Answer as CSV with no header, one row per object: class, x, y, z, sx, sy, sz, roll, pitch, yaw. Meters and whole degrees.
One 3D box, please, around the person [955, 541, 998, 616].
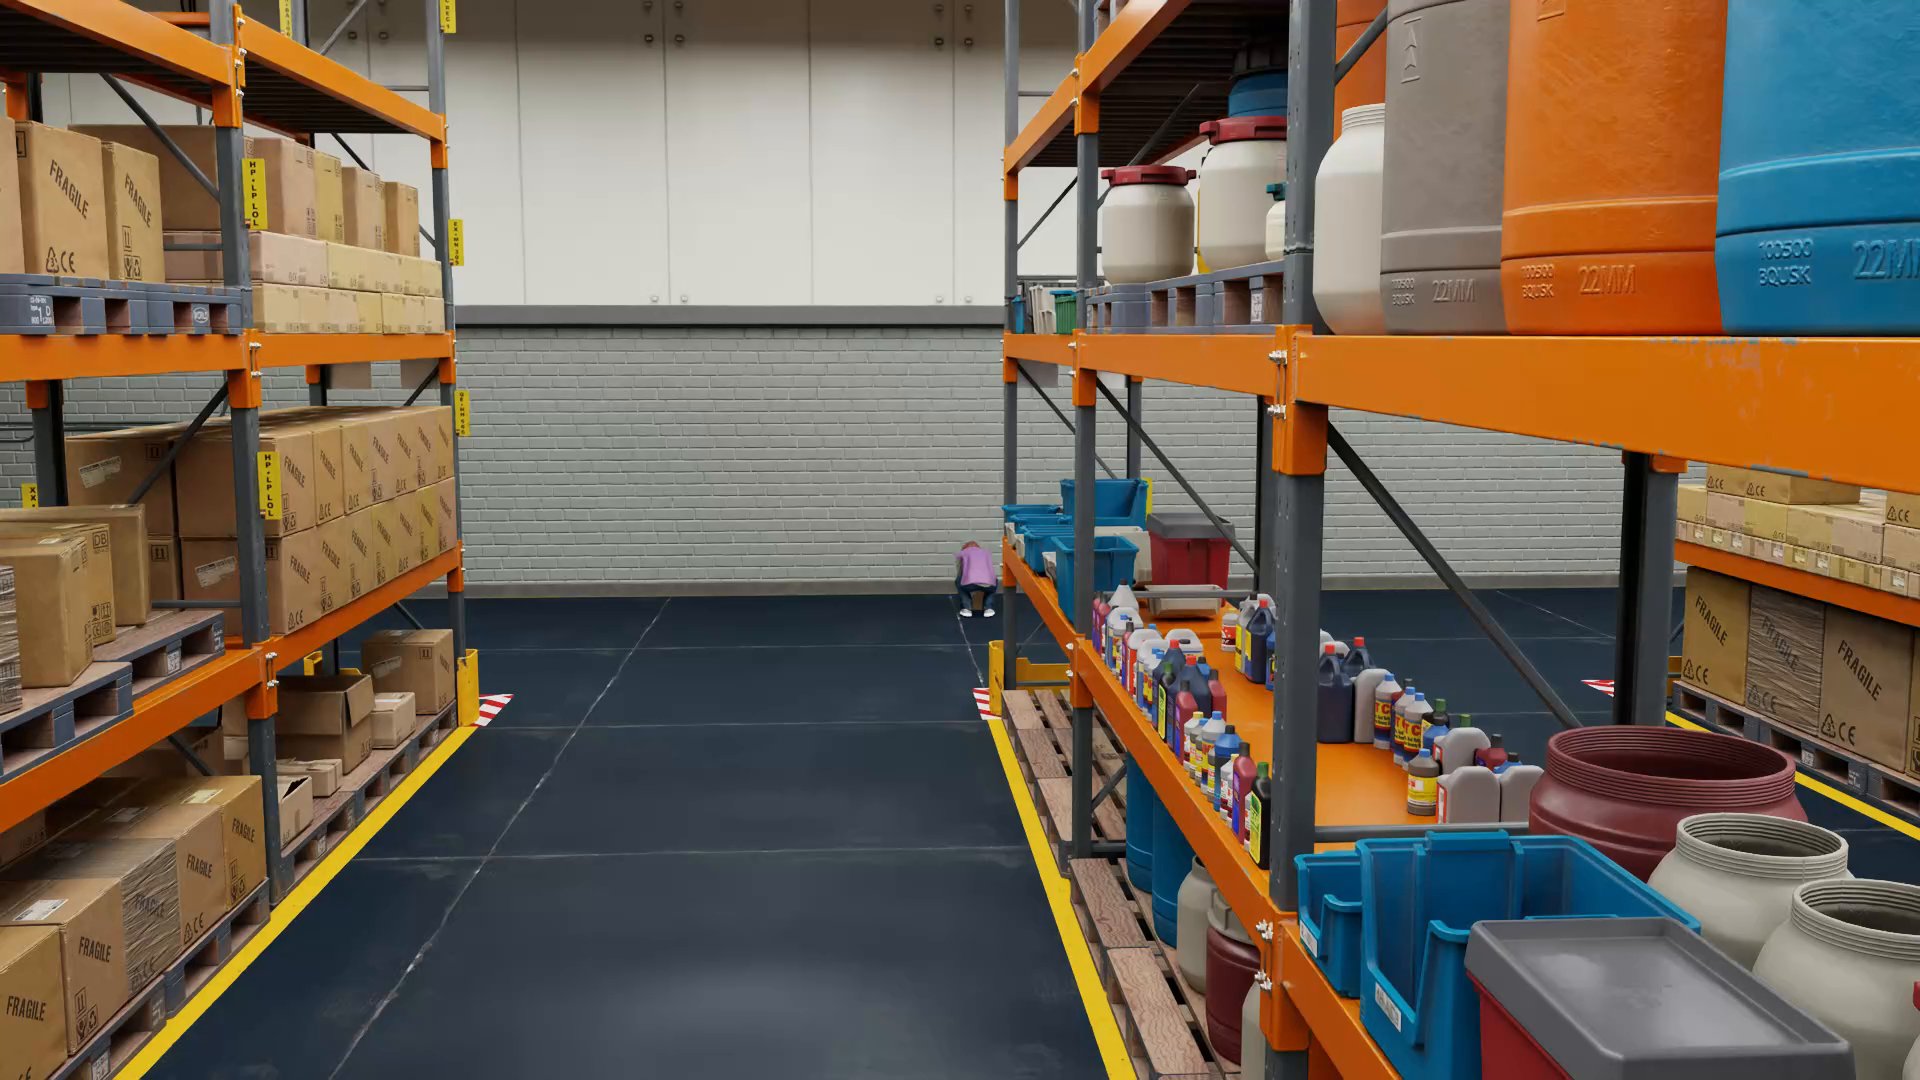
person,0.164,0.430,16.759,0.435,0.754,0.831,0,7,-1
